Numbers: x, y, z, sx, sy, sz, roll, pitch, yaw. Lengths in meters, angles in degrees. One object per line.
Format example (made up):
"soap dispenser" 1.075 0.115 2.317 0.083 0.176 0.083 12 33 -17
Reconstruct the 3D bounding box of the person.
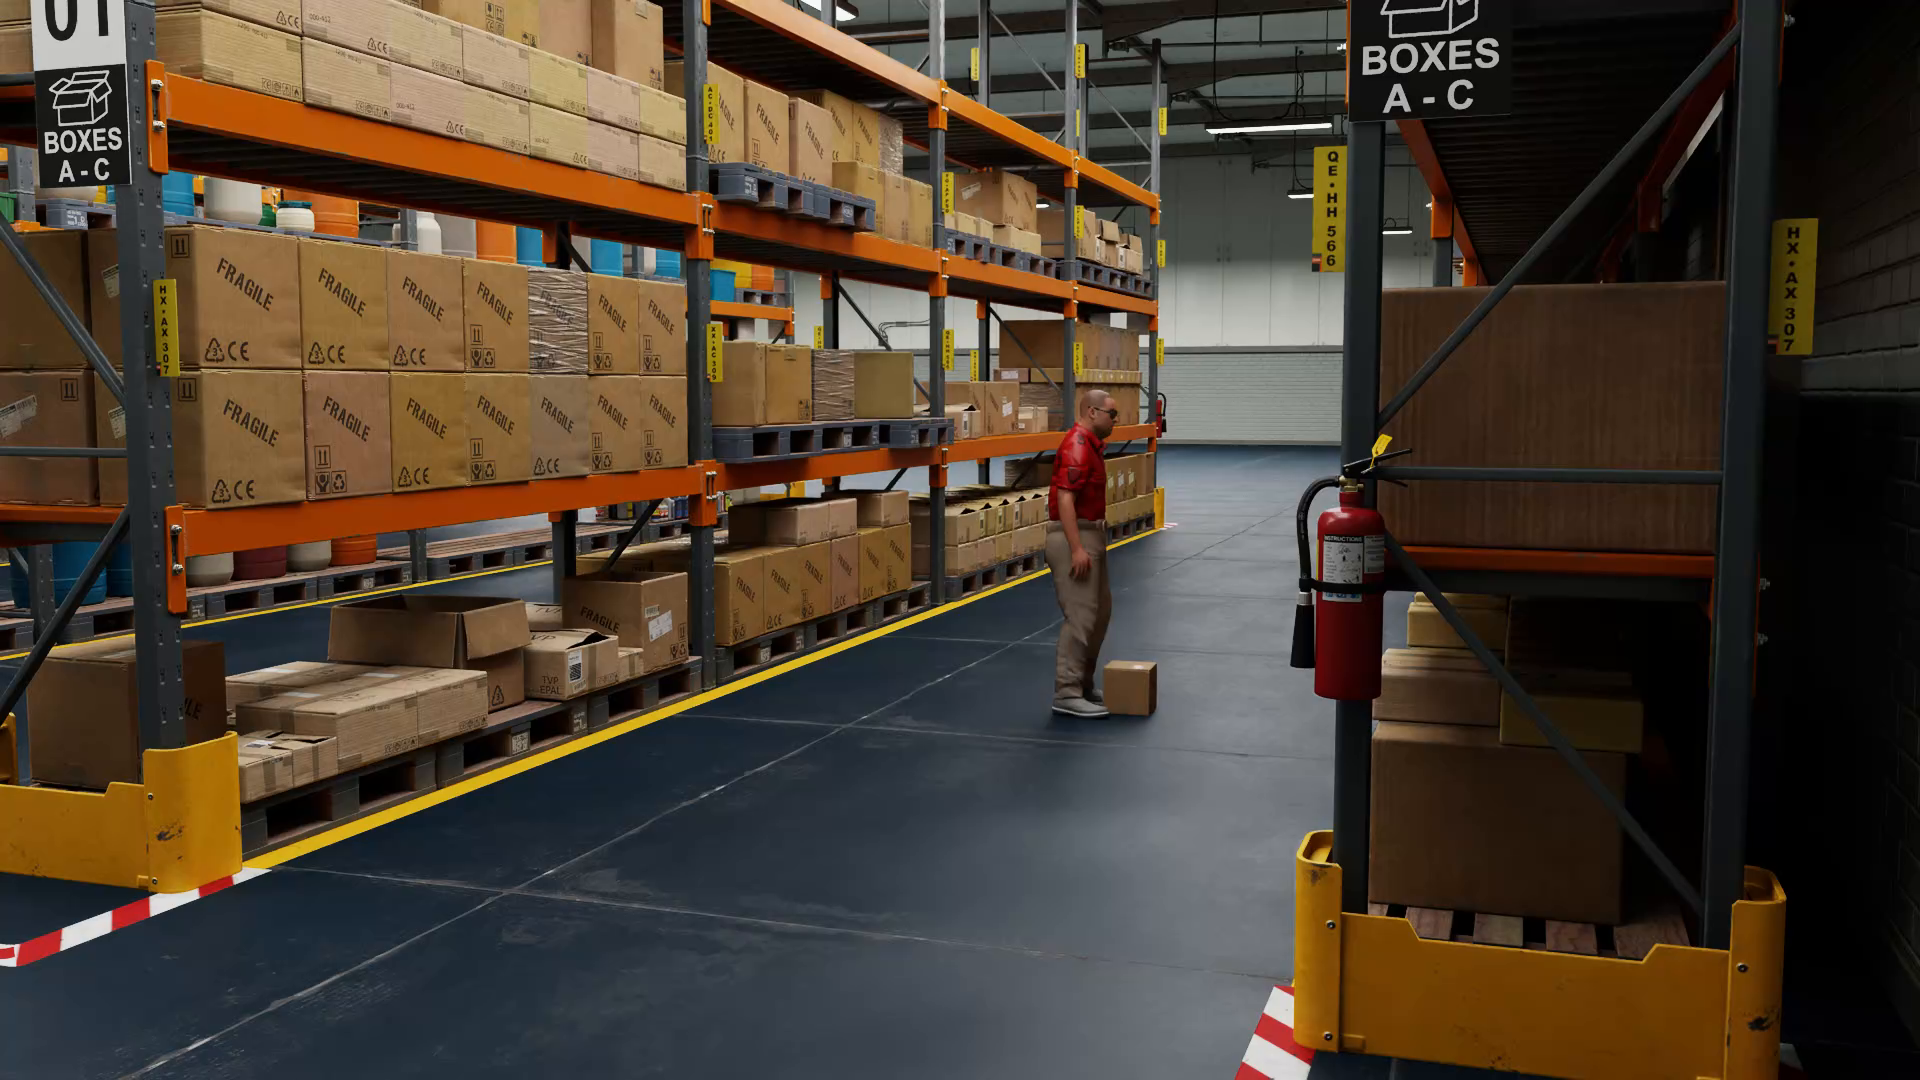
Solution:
"person" 0.670 0.055 8.967 0.393 1.725 0.596 1 5 15
